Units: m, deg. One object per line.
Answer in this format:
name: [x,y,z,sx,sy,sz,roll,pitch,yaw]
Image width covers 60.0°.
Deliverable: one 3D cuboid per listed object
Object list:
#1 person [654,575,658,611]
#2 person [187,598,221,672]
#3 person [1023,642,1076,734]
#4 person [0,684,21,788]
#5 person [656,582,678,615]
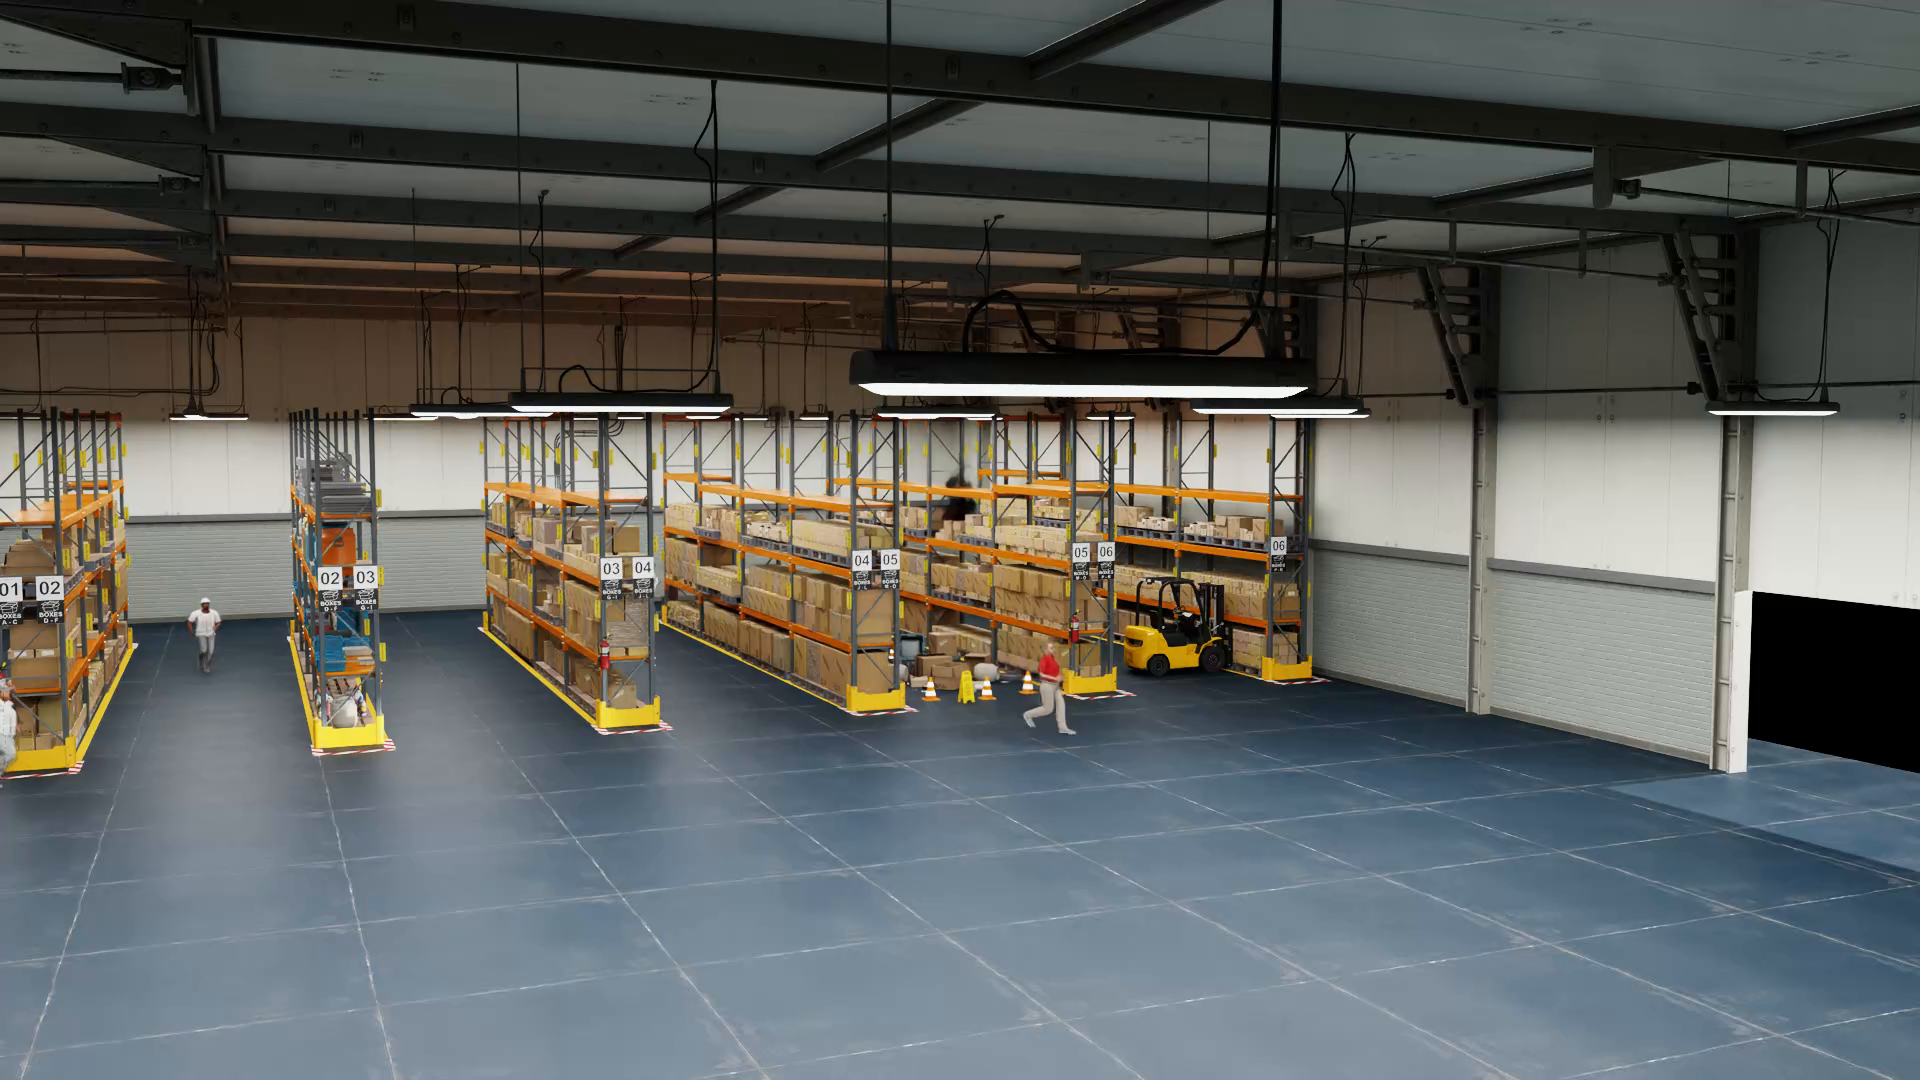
person: [-9.191,1.476,48.605,0.920,1.670,0.677,-4,6,-45]
person: [-17.285,2.189,38.122,0.687,1.722,0.577,-3,5,-37]
person: [1.678,2.726,30.600,0.957,1.693,0.678,2,4,23]
person: [-15.072,3.087,26.256,0.536,1.597,0.638,1,4,9]
person: [-8.550,1.452,49.339,1.092,1.626,0.751,0,4,2]
